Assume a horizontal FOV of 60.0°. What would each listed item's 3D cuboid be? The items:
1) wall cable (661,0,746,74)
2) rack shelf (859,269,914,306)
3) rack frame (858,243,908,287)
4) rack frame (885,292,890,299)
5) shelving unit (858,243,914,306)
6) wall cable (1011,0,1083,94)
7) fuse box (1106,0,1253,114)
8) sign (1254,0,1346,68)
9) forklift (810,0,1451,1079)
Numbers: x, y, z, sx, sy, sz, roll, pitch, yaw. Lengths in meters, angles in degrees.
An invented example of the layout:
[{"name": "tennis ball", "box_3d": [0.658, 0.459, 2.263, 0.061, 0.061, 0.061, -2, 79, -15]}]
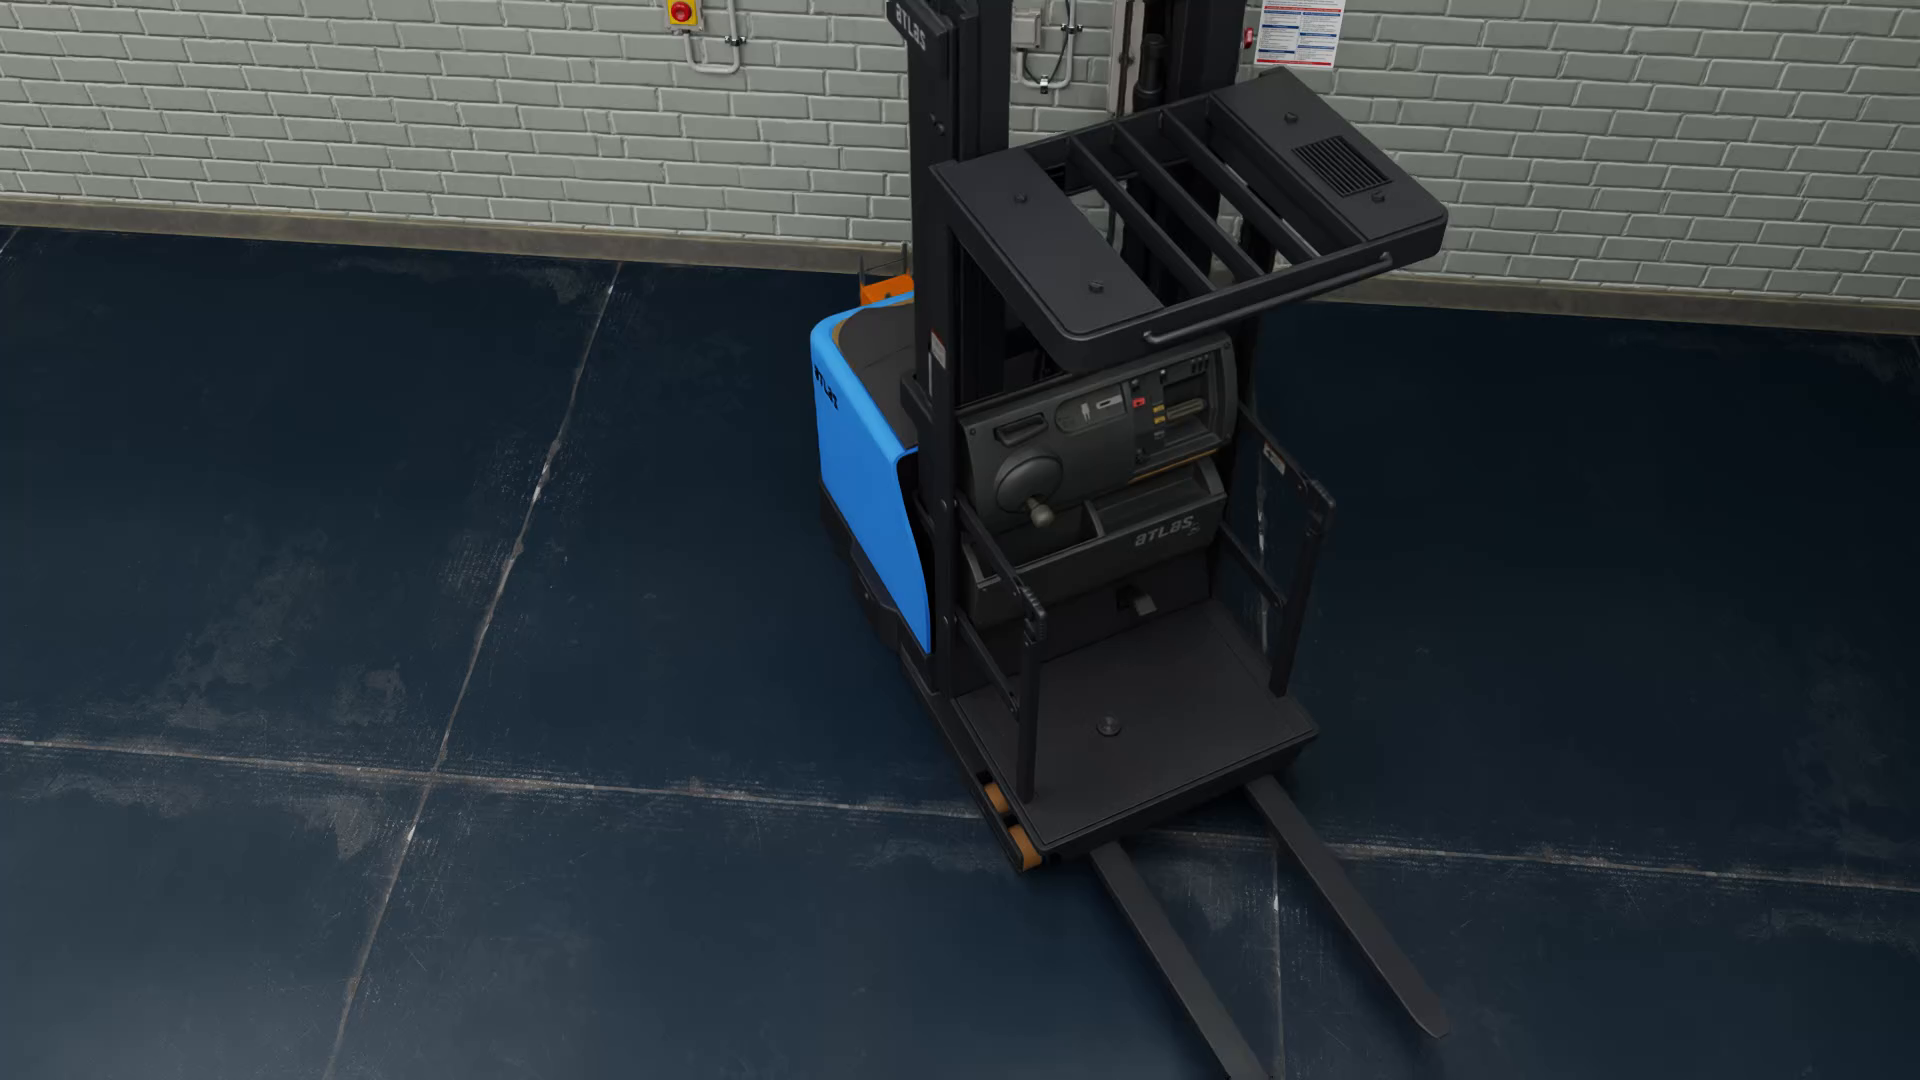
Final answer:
[{"name": "wall cable", "box_3d": [-1.203, -2.653, 6.434, 0.585, 1.953, 0.123, 4, 48, 4]}, {"name": "rack shelf", "box_3d": [-0.240, -0.854, 6.450, 0.215, 0.259, 0.240, -20, 51, -17]}, {"name": "rack frame", "box_3d": [-0.294, -0.751, 6.725, 0.200, 1.050, 0.008, -20, 51, -17]}, {"name": "rack frame", "box_3d": [-0.186, -0.589, 6.578, 0.200, 1.050, 0.008, -20, 51, -17]}, {"name": "shelving unit", "box_3d": [-0.240, -0.670, 6.651, 0.215, 1.050, 0.252, -20, 51, -17]}, {"name": "wall cable", "box_3d": [0.211, -2.556, 6.366, 0.588, 1.984, 0.122, 4, 48, 4]}, {"name": "fuse box", "box_3d": [0.876, -1.617, 7.069, 0.539, 1.711, 0.414, 4, 48, 4]}, {"name": "sign", "box_3d": [1.386, -2.138, 6.737, 0.329, 0.494, 0.001, 4, 48, 4]}, {"name": "forklift", "box_3d": [0.539, -0.235, 4.978, 1.130, 2.935, 3.031, -20, 51, -17]}]
